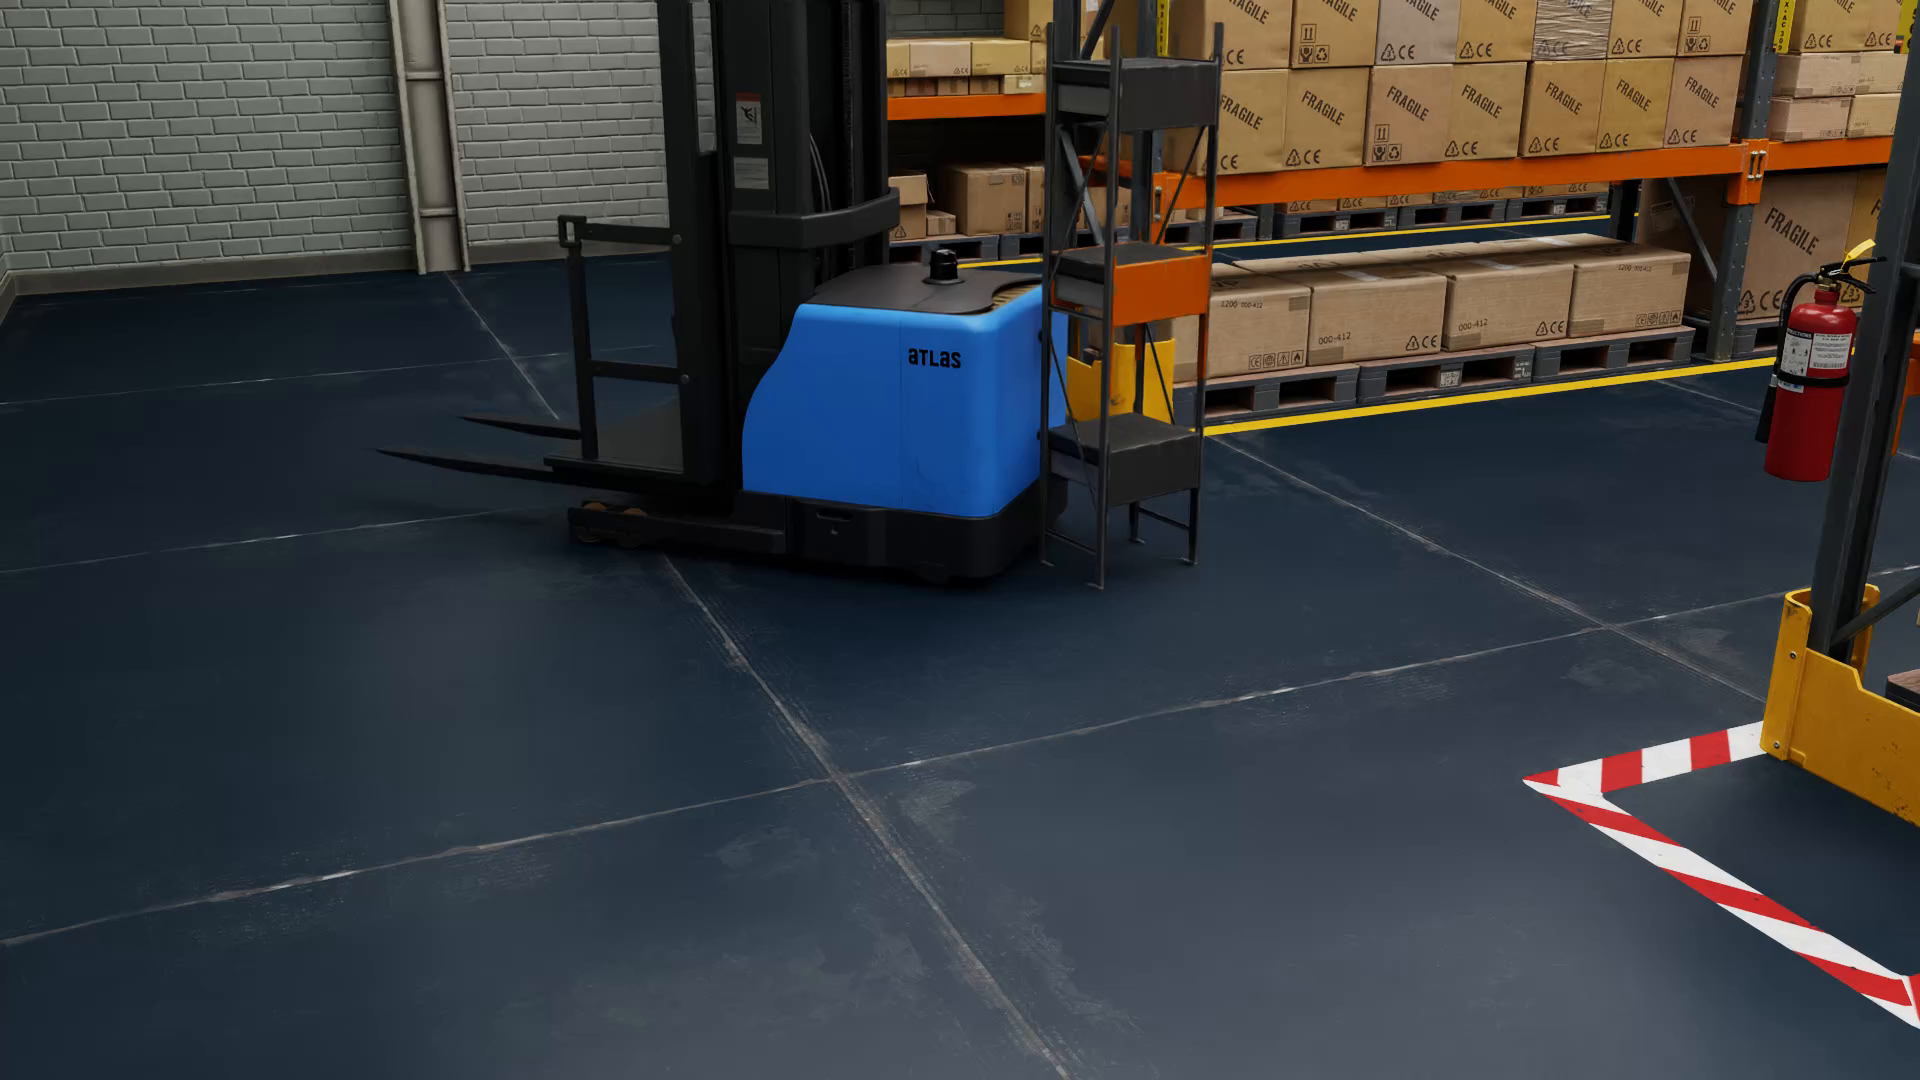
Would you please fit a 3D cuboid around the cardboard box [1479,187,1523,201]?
[{"bbox_3d":[4.869,-3.438,15.401,0.500,0.500,0.500,-7,21,-20],"label":"cardboard box"}]

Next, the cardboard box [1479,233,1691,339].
[{"bbox_3d":[3.793,-1.573,10.197,0.875,0.438,0.875,-8,21,-23],"label":"cardboard box"}]

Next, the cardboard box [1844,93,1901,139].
[{"bbox_3d":[5.395,-2.608,10.138,0.500,0.250,0.500,-9,21,-23],"label":"cardboard box"}]

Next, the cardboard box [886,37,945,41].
[{"bbox_3d":[-0.439,-3.898,13.355,0.500,0.250,0.500,-8,21,-22],"label":"cardboard box"}]

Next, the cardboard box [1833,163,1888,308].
[{"bbox_3d":[5.776,-2.056,10.911,0.875,0.875,0.875,-8,21,-20],"label":"cardboard box"}]

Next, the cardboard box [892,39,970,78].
[{"bbox_3d":[-0.244,-3.733,12.886,0.500,0.250,0.500,-8,21,-21],"label":"cardboard box"}]

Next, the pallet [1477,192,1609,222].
[{"bbox_3d":[5.415,-3.270,15.992,1.213,0.211,1.003,-8,21,-22],"label":"pallet"}]

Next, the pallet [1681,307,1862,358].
[{"bbox_3d":[5.091,-1.442,10.800,1.213,0.211,1.003,-8,21,-22],"label":"pallet"}]

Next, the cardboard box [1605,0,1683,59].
[{"bbox_3d":[3.619,-2.941,9.202,0.500,0.500,0.500,-8,21,-23],"label":"cardboard box"}]

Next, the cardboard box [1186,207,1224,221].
[{"bbox_3d":[2.047,-2.837,14.222,0.250,0.149,0.380,-9,21,-24],"label":"cardboard box"}]

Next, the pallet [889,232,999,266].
[{"bbox_3d":[-0.429,-2.420,13.576,1.213,0.211,1.003,-8,21,-22],"label":"pallet"}]

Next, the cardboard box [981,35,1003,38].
[{"bbox_3d":[0.498,-4.031,13.731,0.500,0.250,0.500,-8,21,-22],"label":"cardboard box"}]

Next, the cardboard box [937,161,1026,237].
[{"bbox_3d":[0.169,-2.791,13.564,0.500,0.500,0.700,-7,21,-20],"label":"cardboard box"}]

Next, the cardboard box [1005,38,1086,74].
[{"bbox_3d":[0.681,-3.875,13.288,0.500,0.250,0.500,-9,21,-23],"label":"cardboard box"}]

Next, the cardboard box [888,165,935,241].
[{"bbox_3d":[-0.631,-2.692,13.278,0.637,0.503,0.797,-9,21,-24],"label":"cardboard box"}]

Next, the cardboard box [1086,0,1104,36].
[{"bbox_3d":[0.970,-4.455,13.806,0.500,0.500,0.500,-9,21,-23],"label":"cardboard box"}]

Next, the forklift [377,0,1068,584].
[{"bbox_3d":[-1.105,-1.501,6.873,3.031,2.935,1.130,7,21,20],"label":"forklift"}]

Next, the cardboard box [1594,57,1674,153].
[{"bbox_3d":[3.617,-2.472,9.375,0.500,0.500,0.500,-9,21,-23],"label":"cardboard box"}]

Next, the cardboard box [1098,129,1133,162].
[{"bbox_3d":[1.077,-2.298,8.881,0.500,0.500,0.500,-8,21,-22],"label":"cardboard box"}]

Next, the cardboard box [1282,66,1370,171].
[{"bbox_3d":[1.747,-2.204,8.616,0.500,0.500,0.500,-8,21,-23],"label":"cardboard box"}]

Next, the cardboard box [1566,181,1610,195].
[{"bbox_3d":[5.812,-3.570,15.776,0.500,0.500,0.500,-8,21,-20],"label":"cardboard box"}]

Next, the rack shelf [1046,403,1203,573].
[{"bbox_3d":[0.638,-0.219,6.631,0.480,0.518,0.431,-13,23,-33],"label":"rack shelf"}]

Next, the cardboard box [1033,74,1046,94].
[{"bbox_3d":[0.616,-3.656,13.267,0.250,0.149,0.380,-8,21,-21],"label":"cardboard box"}]

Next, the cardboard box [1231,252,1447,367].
[{"bbox_3d":[2.143,-1.336,9.527,0.875,0.438,0.875,-8,21,-20],"label":"cardboard box"}]

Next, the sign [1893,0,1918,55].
[{"bbox_3d":[2.591,-1.478,4.483,0.005,0.325,0.100,-8,21,-22],"label":"sign"}]

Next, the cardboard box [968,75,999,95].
[{"bbox_3d":[0.121,-3.605,13.122,0.250,0.149,0.380,-8,21,-21],"label":"cardboard box"}]

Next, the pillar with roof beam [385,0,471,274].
[{"bbox_3d":[-2.358,-5.057,7.835,0.400,9.000,9.100,-8,21,-22],"label":"pillar with roof beam"}]

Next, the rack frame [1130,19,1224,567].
[{"bbox_3d":[0.838,-0.939,6.526,0.015,2.100,0.400,-13,23,-33],"label":"rack frame"}]

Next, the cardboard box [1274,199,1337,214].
[{"bbox_3d":[2.976,-3.160,14.612,0.500,0.500,0.500,-7,21,-20],"label":"cardboard box"}]

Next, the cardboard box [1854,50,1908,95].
[{"bbox_3d":[5.395,-2.847,10.064,0.500,0.250,0.500,-8,21,-21],"label":"cardboard box"}]

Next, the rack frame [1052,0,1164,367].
[{"bbox_3d":[0.739,-2.107,8.489,0.127,3.000,1.000,-8,21,-22],"label":"rack frame"}]

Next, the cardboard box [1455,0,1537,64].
[{"bbox_3d":[2.692,-2.808,8.824,0.500,0.500,0.500,-8,21,-22],"label":"cardboard box"}]

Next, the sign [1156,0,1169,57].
[{"bbox_3d":[0.953,-2.382,7.849,0.005,0.325,0.100,-8,21,-22],"label":"sign"}]

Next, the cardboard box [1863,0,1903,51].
[{"bbox_3d":[5.386,-3.197,9.930,0.500,0.500,0.500,-8,21,-22],"label":"cardboard box"}]

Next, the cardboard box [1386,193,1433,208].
[{"bbox_3d":[3.921,-3.297,15.002,0.500,0.500,0.500,-9,21,-24],"label":"cardboard box"}]

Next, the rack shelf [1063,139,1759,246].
[{"bbox_3d":[2.576,-2.030,9.355,4.000,0.370,1.077,-8,21,-22],"label":"rack shelf"}]

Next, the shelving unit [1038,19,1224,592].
[{"bbox_3d":[0.638,-0.892,6.394,0.503,2.100,0.431,-13,23,-33],"label":"shelving unit"}]

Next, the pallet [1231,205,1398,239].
[{"bbox_3d":[3.174,-2.949,15.080,1.213,0.211,1.003,-8,21,-22],"label":"pallet"}]

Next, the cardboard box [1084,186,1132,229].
[{"bbox_3d":[1.122,-2.928,13.952,0.500,0.500,0.700,-9,21,-24],"label":"cardboard box"}]

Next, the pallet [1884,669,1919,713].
[{"bbox_3d":[3.622,0.599,5.004,1.213,0.211,1.003,-8,21,-22],"label":"pallet"}]

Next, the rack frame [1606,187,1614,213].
[{"bbox_3d":[6.115,-4.672,15.775,0.127,3.000,1.000,-8,21,-22],"label":"rack frame"}]

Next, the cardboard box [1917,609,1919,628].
[{"bbox_3d":[3.164,0.239,5.038,0.250,0.149,0.380,-9,21,-23],"label":"cardboard box"}]

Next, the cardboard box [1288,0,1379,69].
[{"bbox_3d":[1.764,-2.672,8.438,0.500,0.500,0.500,-9,21,-23],"label":"cardboard box"}]

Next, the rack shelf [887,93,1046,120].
[{"bbox_3d":[0.606,-3.544,13.653,4.000,0.370,1.077,-8,21,-22],"label":"rack shelf"}]

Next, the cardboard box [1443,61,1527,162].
[{"bbox_3d":[2.675,-2.337,8.992,0.500,0.500,0.500,-7,21,-20],"label":"cardboard box"}]

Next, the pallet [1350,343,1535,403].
[{"bbox_3d":[2.561,-1.080,9.770,1.213,0.211,1.003,-8,21,-22],"label":"pallet"}]

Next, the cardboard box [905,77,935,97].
[{"bbox_3d":[-0.377,-3.554,12.977,0.250,0.149,0.380,-8,21,-23],"label":"cardboard box"}]

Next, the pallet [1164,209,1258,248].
[{"bbox_3d":[1.811,-2.741,14.488,1.213,0.211,1.003,-8,21,-22],"label":"pallet"}]

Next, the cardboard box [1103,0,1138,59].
[{"bbox_3d":[1.088,-2.761,8.692,0.500,0.500,0.500,-7,21,-20],"label":"cardboard box"}]

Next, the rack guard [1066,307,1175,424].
[{"bbox_3d":[0.717,-0.924,8.895,0.348,0.500,1.175,-8,21,-22],"label":"rack guard"}]
